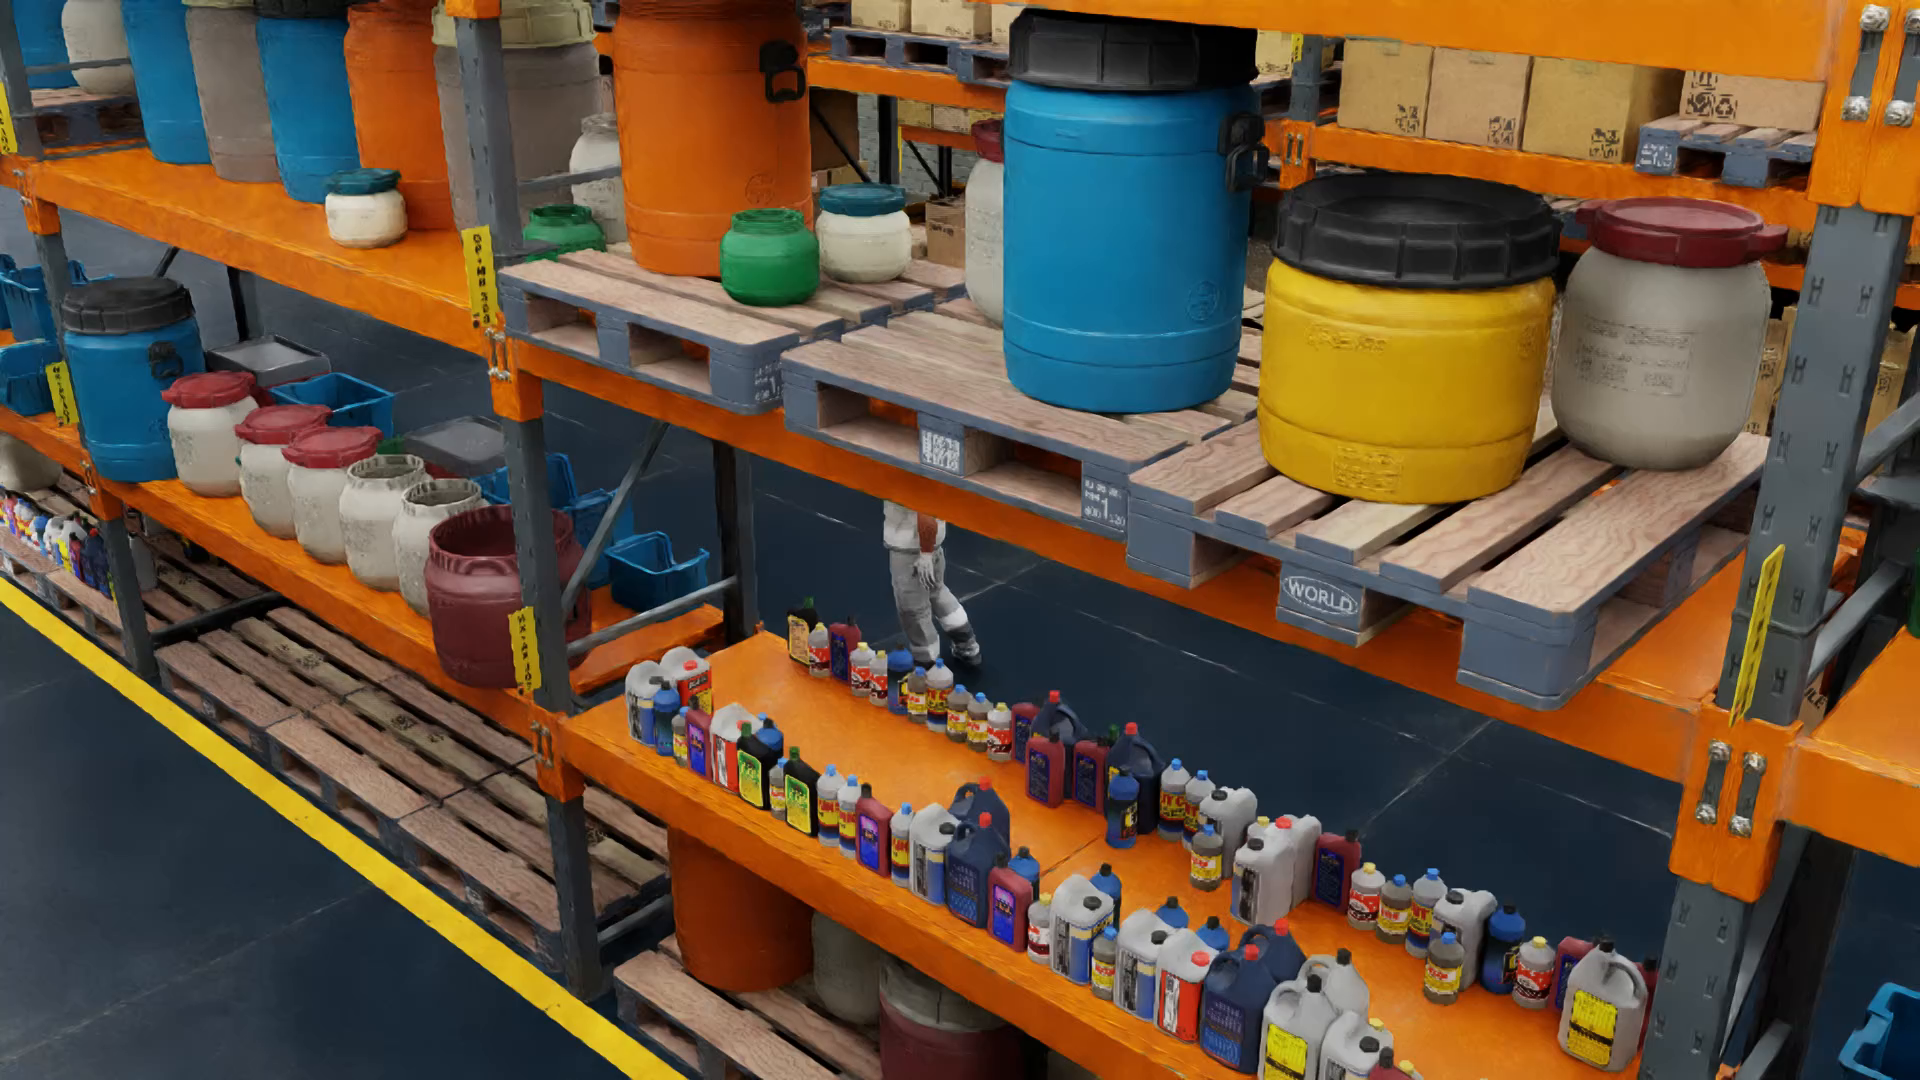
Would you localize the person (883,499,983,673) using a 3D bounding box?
[{"bbox_3d":[-0.138,-0.038,8.658,0.482,1.784,0.735,4,24,8],"label":"person"}]
